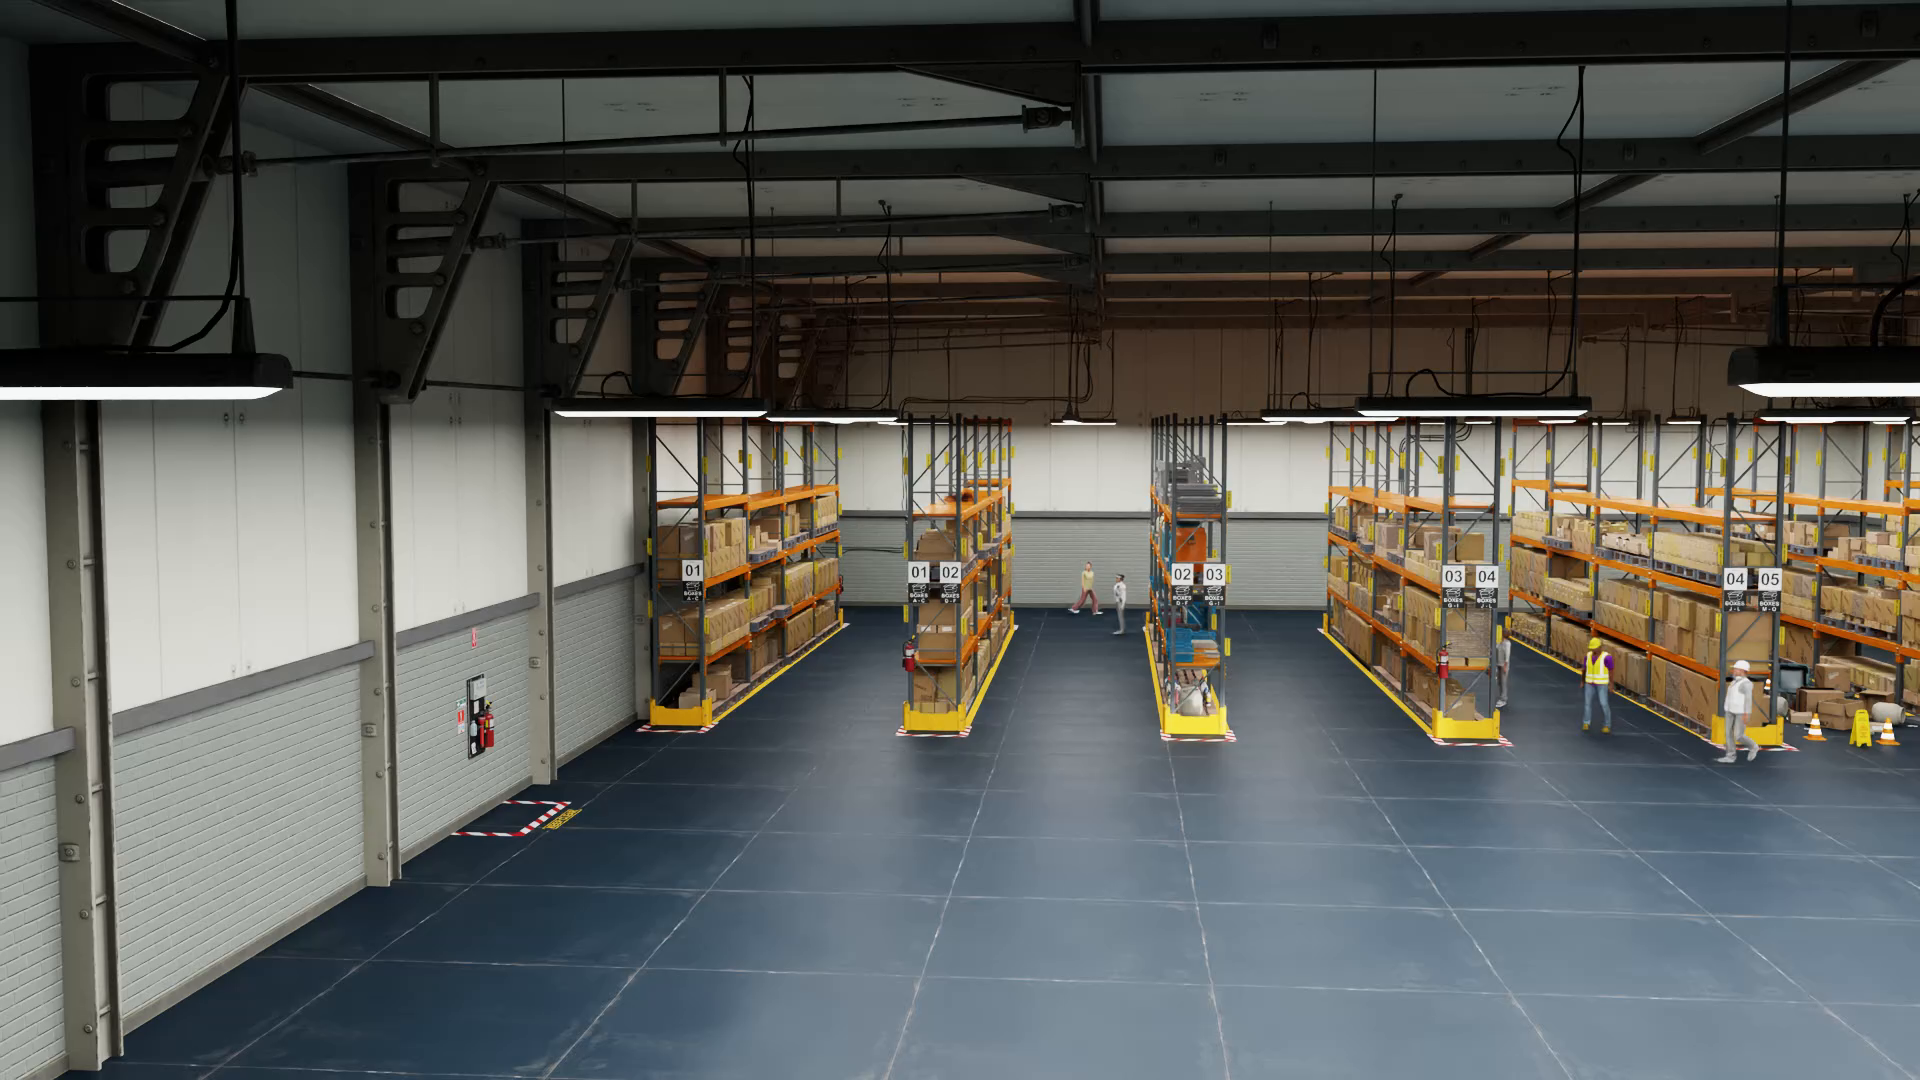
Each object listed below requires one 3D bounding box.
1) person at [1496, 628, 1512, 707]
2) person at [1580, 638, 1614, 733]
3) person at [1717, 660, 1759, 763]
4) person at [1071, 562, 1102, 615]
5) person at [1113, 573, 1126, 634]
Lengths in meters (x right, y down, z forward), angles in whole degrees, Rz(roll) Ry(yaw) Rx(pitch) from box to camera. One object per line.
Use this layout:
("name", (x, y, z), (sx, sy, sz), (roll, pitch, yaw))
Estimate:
("person", (11.205, 2.621, 34.391), (0.475, 1.612, 0.432), (-2, 5, -32))
("person", (12.003, 2.722, 31.406), (0.407, 1.763, 0.630), (-4, 5, -44))
("person", (13.285, 2.926, 28.303), (0.619, 1.765, 0.536), (-1, 4, -20))
("person", (3.876, 1.493, 50.847), (0.988, 1.620, 0.529), (2, 4, 29))
("person", (4.435, 1.765, 46.263), (0.348, 1.690, 0.548), (-1, 4, -13))
